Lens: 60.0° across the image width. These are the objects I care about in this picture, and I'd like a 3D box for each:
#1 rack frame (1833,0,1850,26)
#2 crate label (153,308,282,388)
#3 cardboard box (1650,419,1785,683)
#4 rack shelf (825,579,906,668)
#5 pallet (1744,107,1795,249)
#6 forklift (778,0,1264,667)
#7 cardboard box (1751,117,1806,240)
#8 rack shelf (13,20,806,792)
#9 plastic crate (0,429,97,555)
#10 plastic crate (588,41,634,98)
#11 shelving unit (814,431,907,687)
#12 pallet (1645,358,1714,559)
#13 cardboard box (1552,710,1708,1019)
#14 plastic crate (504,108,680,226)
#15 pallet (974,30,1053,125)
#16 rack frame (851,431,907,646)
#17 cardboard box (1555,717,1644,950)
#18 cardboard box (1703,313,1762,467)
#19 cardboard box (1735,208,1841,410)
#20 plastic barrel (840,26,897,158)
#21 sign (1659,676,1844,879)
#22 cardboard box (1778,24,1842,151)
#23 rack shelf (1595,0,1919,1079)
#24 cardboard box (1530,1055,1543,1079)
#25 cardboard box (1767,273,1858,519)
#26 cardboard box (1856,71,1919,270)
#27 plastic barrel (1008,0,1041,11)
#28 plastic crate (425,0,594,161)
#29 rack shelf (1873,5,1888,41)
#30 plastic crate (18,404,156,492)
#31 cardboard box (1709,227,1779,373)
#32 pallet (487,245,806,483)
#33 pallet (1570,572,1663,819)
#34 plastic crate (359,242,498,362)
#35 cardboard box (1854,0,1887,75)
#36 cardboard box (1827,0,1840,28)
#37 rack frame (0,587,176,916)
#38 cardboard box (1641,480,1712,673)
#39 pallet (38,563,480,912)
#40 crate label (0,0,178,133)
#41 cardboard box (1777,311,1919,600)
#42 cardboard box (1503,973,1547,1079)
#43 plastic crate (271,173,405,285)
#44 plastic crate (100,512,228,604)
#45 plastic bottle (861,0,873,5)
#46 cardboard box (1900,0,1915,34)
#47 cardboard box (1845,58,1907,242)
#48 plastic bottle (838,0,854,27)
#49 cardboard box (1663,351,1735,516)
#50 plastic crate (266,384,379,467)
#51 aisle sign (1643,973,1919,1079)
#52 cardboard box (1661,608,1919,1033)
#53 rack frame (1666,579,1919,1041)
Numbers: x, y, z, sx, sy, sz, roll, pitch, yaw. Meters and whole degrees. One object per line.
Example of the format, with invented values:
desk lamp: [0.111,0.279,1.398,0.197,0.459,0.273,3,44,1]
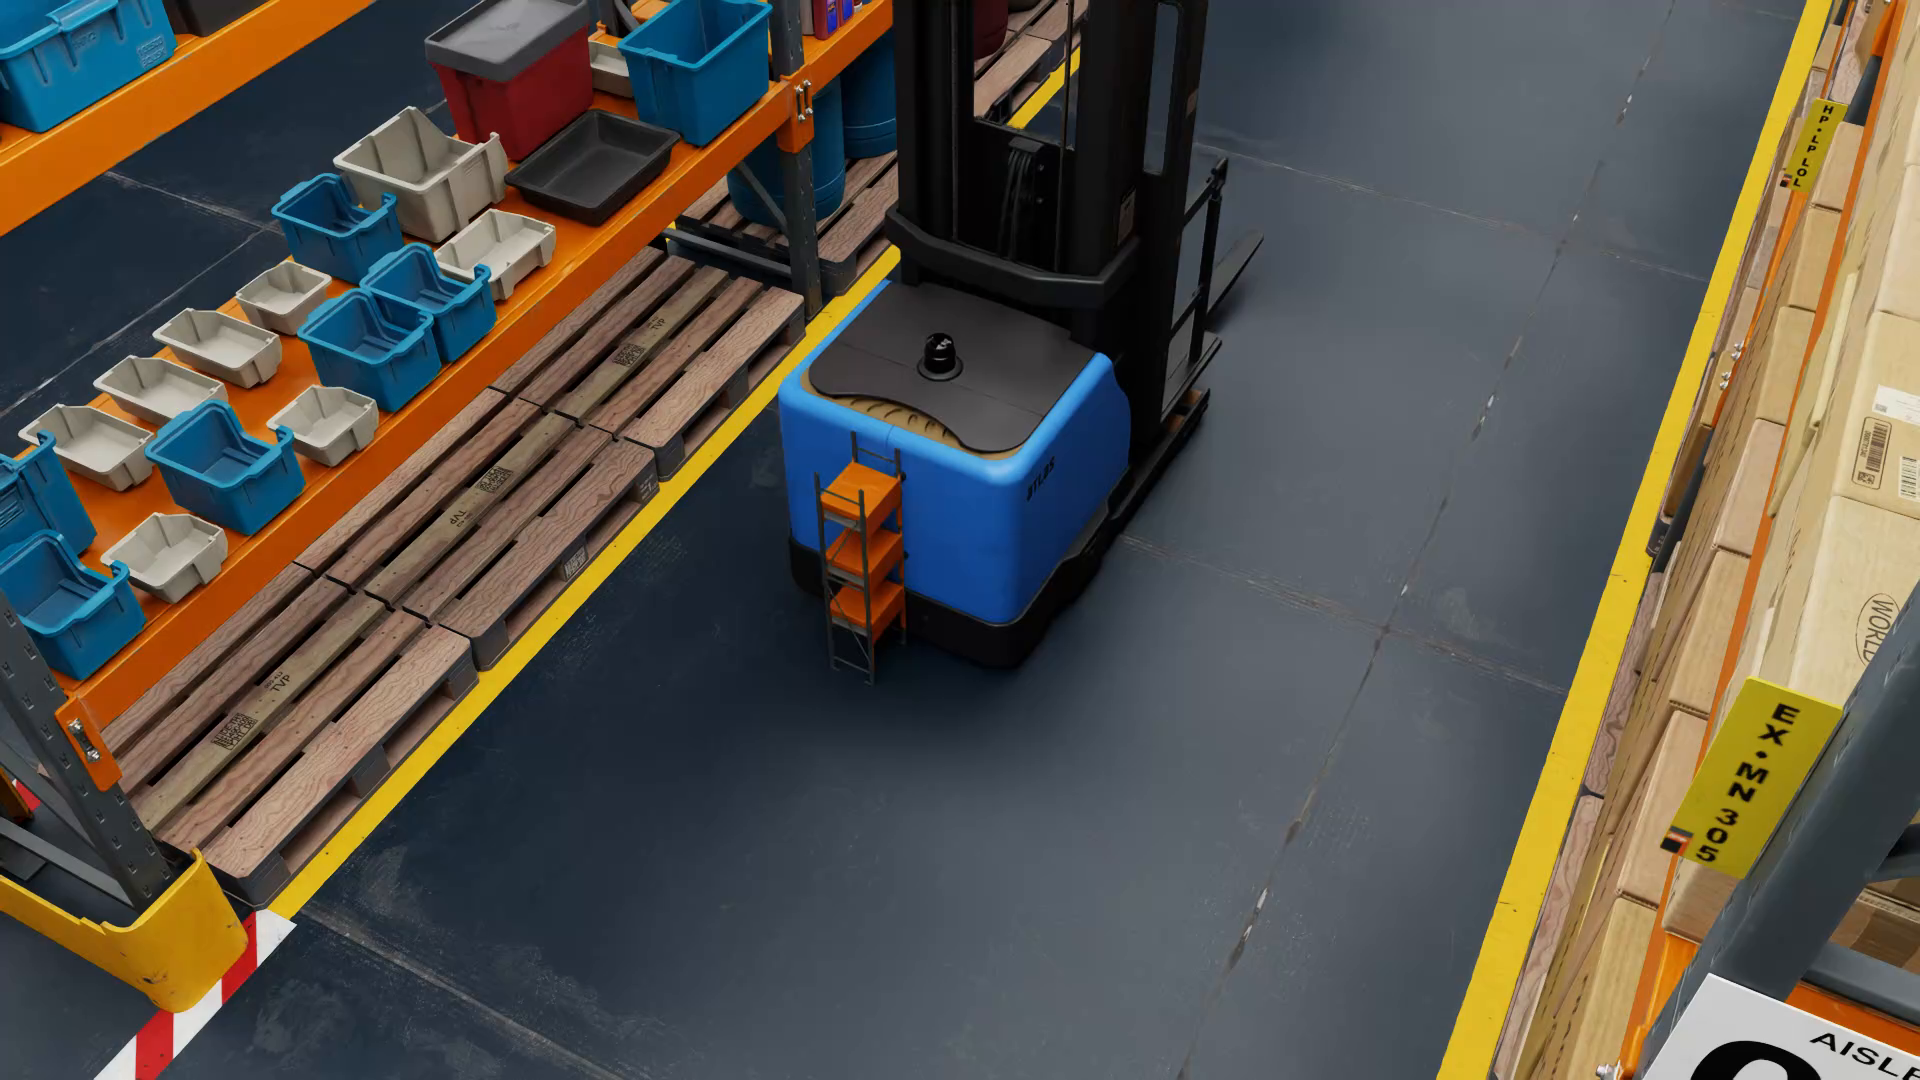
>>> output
rack frame: [5.100,-3.199,8.083,1.000,3.000,0.127,20,49,19]
crate label: [-2.526,-0.660,5.717,0.396,0.136,0.243,20,49,19]
cardboard box: [2.058,0.113,4.036,0.500,0.500,0.500,22,49,20]
rack shelf: [-0.361,0.293,6.408,0.215,0.259,0.240,22,49,20]
pallet: [4.720,-1.761,8.622,1.003,0.211,1.213,20,49,19]
forklift: [0.472,-1.580,6.531,1.130,2.935,3.031,22,49,20]
cardboard box: [4.160,-1.637,7.987,0.500,0.500,0.500,20,49,19]
rack shelf: [-2.071,-0.804,6.221,1.077,0.370,4.000,20,49,19]
plastic crate: [-3.009,-0.103,4.956,0.616,0.435,0.499,20,49,19]
plastic crate: [-1.485,-1.999,7.040,0.396,0.136,0.243,20,49,19]
shelving unit: [-0.361,0.090,6.203,0.215,1.050,0.252,22,49,20]
pallet: [3.587,-0.224,7.103,1.003,0.211,1.213,20,49,19]
cardboard box: [1.583,0.764,3.392,0.500,0.500,0.500,22,49,20]
plastic crate: [-1.424,-1.447,6.503,0.437,0.125,0.590,20,49,19]
pallet: [-0.182,-2.580,9.432,1.003,0.211,1.213,20,49,19]
rack frame: [-0.301,0.014,6.278,0.200,1.050,0.008,22,49,20]
cardboard box: [1.827,0.793,4.067,0.500,0.500,0.500,21,49,19]
cardboard box: [2.765,-0.483,5.328,0.500,0.500,0.500,22,49,20]
cardboard box: [2.536,-0.537,4.678,0.500,0.500,0.500,19,48,18]
plastic barrel: [-0.546,-2.510,8.582,0.600,0.901,0.708,20,49,19]
sign: [0.904,0.279,1.913,0.100,0.325,0.005,20,49,19]
cardboard box: [4.635,-2.283,8.625,0.500,0.500,0.500,22,49,21]
rack shelf: [2.315,-0.221,3.536,1.077,0.370,4.000,20,49,19]
cardboard box: [1.353,1.434,3.434,0.500,0.500,0.500,22,49,20]
cardboard box: [1.853,-0.202,3.117,0.500,0.250,0.500,20,49,19]
cardboard box: [2.092,-0.690,3.248,0.500,0.250,0.500,20,49,19]
plastic barrel: [0.319,-3.411,9.746,0.421,0.512,0.421,0,45,0]
plastic crate: [-1.779,-1.881,6.693,0.402,0.464,0.583,20,49,19]
rack shelf: [4.171,-2.741,6.026,1.077,0.370,4.000,20,49,19]
plastic crate: [-2.781,-0.299,5.360,0.396,0.136,0.243,20,49,19]
cardboard box: [3.688,-0.985,7.343,0.500,0.500,0.500,21,49,20]
pallet: [-1.450,-0.861,7.732,1.003,0.211,1.213,20,49,19]
pallet: [2.923,0.734,6.157,1.003,0.211,1.213,20,49,19]
plastic crate: [-1.843,-0.825,5.811,0.416,0.233,0.300,20,49,19]
cardboard box: [4.008,-1.995,6.527,0.700,0.500,0.500,9,46,9]
cardboard box: [5.364,-3.118,9.640,0.500,0.250,0.500,20,49,19]
rack frame: [-2.999,0.203,4.720,1.000,3.000,0.127,20,49,19]
cardboard box: [2.296,0.155,4.698,0.500,0.500,0.500,20,49,19]
pallet: [-2.582,0.676,6.213,1.003,0.211,1.213,20,49,19]
crate label: [-2.285,-1.274,4.175,0.408,0.251,0.502,20,49,19]
cardboard box: [1.631,-0.060,2.625,0.500,0.250,0.500,20,49,19]
cardboard box: [1.888,1.640,4.924,0.500,0.250,0.500,20,49,19]
plastic crate: [-2.273,-1.138,6.121,0.416,0.233,0.300,20,49,19]
plastic crate: [-2.371,0.053,5.012,0.250,0.136,0.298,20,49,19]
plastic bottle: [-0.450,-2.586,7.567,0.097,0.271,0.097,0,45,0]
cardboard box: [2.798,-1.456,4.357,0.500,0.250,0.500,20,49,19]
cardboard box: [2.329,-0.828,3.736,0.500,0.250,0.500,20,49,19]
plastic bottle: [-0.533,-2.450,7.424,0.061,0.283,0.133,20,49,19]
cardboard box: [3.218,-0.361,6.725,0.500,0.500,0.500,20,49,19]
plastic crate: [-2.056,-0.374,5.434,0.250,0.136,0.298,20,49,19]
aisle sign: [1.083,0.869,2.234,0.394,0.787,0.004,20,49,19]
cardboard box: [1.391,0.428,2.494,0.500,0.250,0.500,20,49,19]
rack frame: [1.386,-0.268,0.968,1.000,3.000,0.127,20,49,19]
